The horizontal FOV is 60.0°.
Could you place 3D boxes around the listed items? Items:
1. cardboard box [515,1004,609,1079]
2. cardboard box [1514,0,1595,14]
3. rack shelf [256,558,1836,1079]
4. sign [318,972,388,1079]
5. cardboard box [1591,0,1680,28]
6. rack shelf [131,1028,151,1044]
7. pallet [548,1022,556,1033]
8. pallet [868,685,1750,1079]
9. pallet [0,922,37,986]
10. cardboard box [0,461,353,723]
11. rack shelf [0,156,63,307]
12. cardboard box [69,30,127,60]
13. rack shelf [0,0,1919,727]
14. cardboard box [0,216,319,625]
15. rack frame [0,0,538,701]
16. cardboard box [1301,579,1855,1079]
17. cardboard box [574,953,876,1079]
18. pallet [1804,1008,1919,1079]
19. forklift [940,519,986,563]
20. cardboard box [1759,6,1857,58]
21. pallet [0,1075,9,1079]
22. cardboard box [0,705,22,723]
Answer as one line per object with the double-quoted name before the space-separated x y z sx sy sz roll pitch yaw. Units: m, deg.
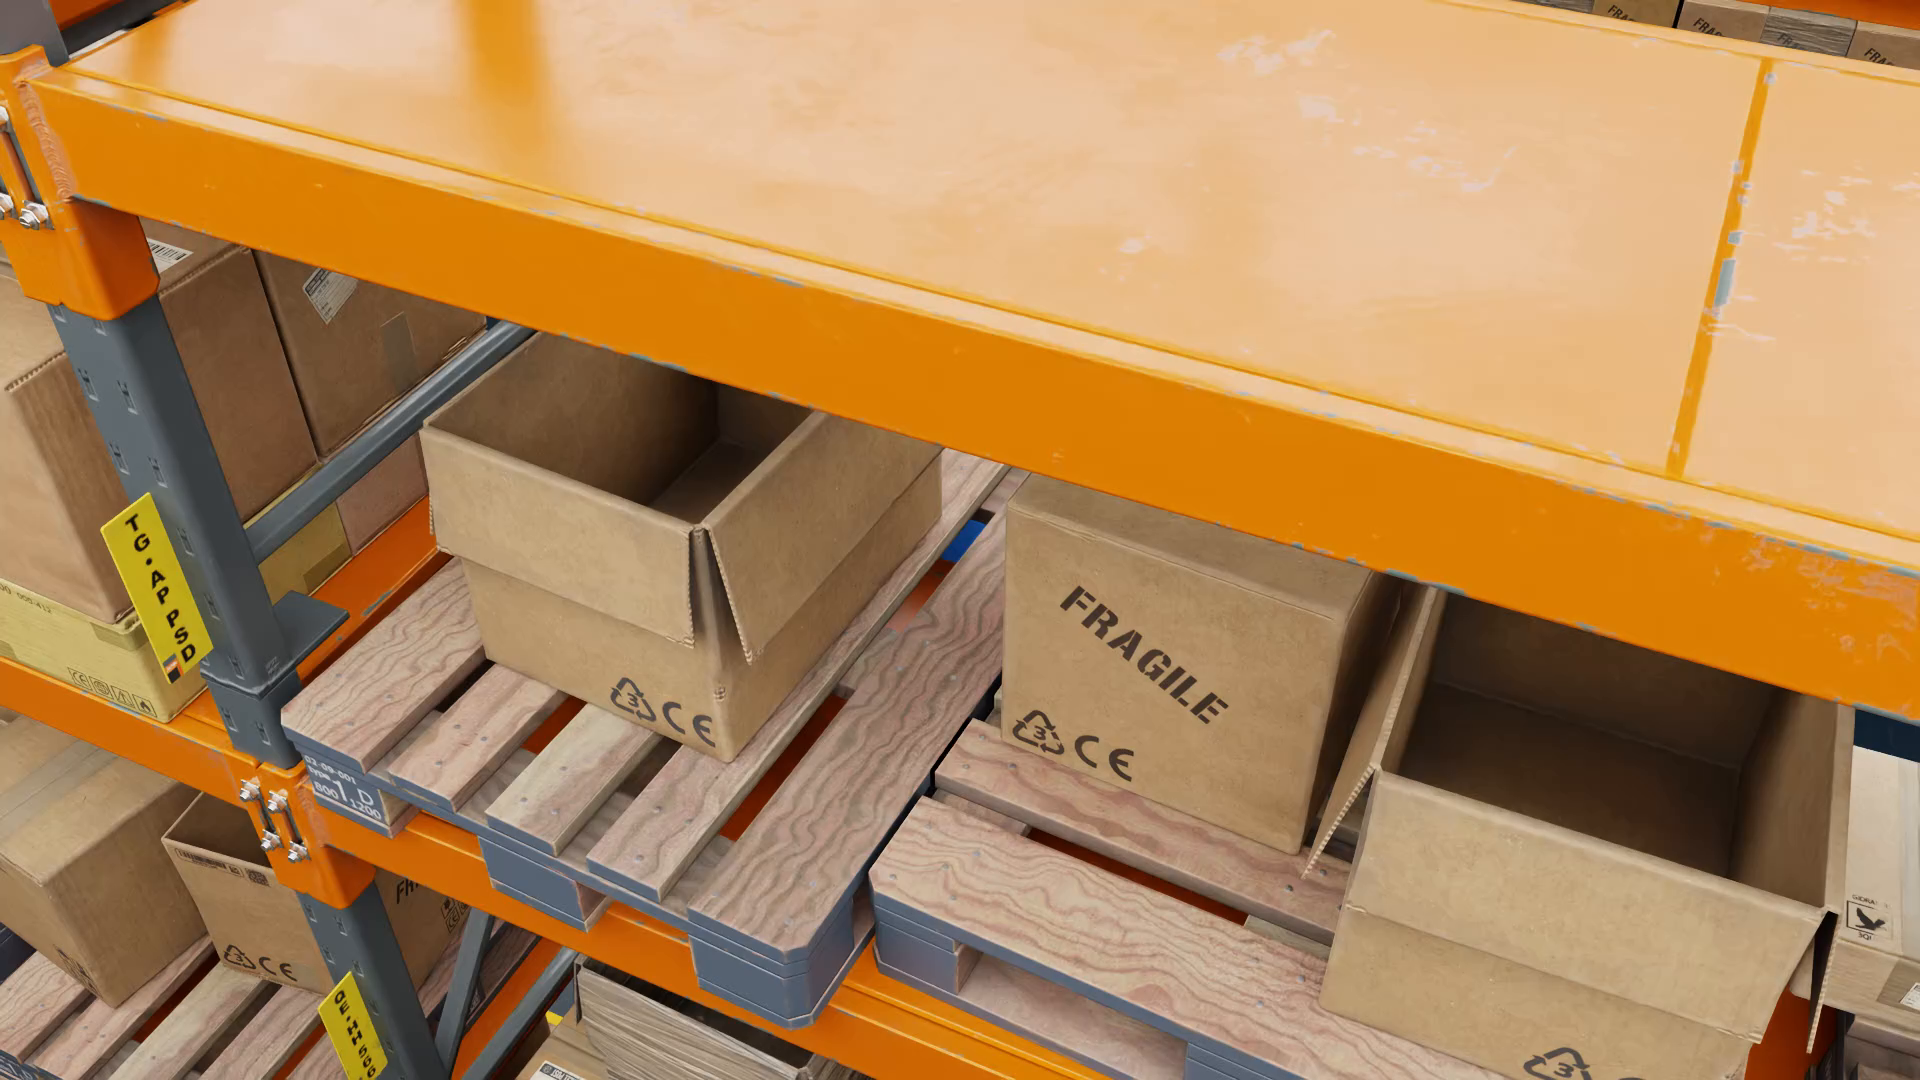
"cardboard box" -0.677 1.343 3.718 0.500 0.500 0.500 18 44 20
"cardboard box" 3.958 -3.578 11.045 0.500 0.500 0.500 15 43 17
"rack shelf" 0.810 0.777 2.706 4.000 0.370 1.077 17 44 19
"sign" -1.223 1.002 3.364 0.005 0.325 0.100 17 44 19
"cardboard box" 4.410 -3.436 10.881 0.500 0.500 0.500 16 44 18
"rack shelf" -2.815 0.803 4.967 4.000 0.370 1.077 17 44 19
"pallet" -1.710 1.921 5.256 1.213 0.211 1.003 17 44 19
"pallet" 0.618 0.478 2.647 1.213 0.211 1.003 19 44 21
"pallet" -2.814 0.633 4.759 1.213 0.211 1.003 17 44 19
"cardboard box" -1.537 0.022 3.143 0.500 0.250 0.500 17 44 19
"rack shelf" -2.815 -1.313 3.133 4.000 0.370 1.077 17 44 19
"cardboard box" -1.778 -0.701 3.404 0.500 0.500 0.500 17 44 19
"rack shelf" 0.810 -0.205 1.855 4.000 0.370 1.077 17 44 19
"cardboard box" -1.541 -0.259 2.894 0.500 0.500 0.500 18 44 20
"rack frame" -1.002 -1.182 2.127 0.127 3.000 1.000 17 44 19
"cardboard box" 0.858 0.307 2.300 0.637 0.503 0.797 16 44 18
"cardboard box" -0.347 0.880 3.486 0.637 0.503 0.797 18 44 20
"pallet" 1.771 0.907 2.153 1.217 0.209 0.805 15 43 17
"forklift" -15.309 -10.581 17.671 38.947 2.843 19.219 12 42 14
"cardboard box" 5.347 -3.155 10.557 0.500 0.500 0.500 18 44 19
"pallet" -2.812 1.583 5.647 1.213 0.211 1.003 17 44 19
"cardboard box" -2.424 0.382 4.697 0.500 0.250 0.500 16 43 17
